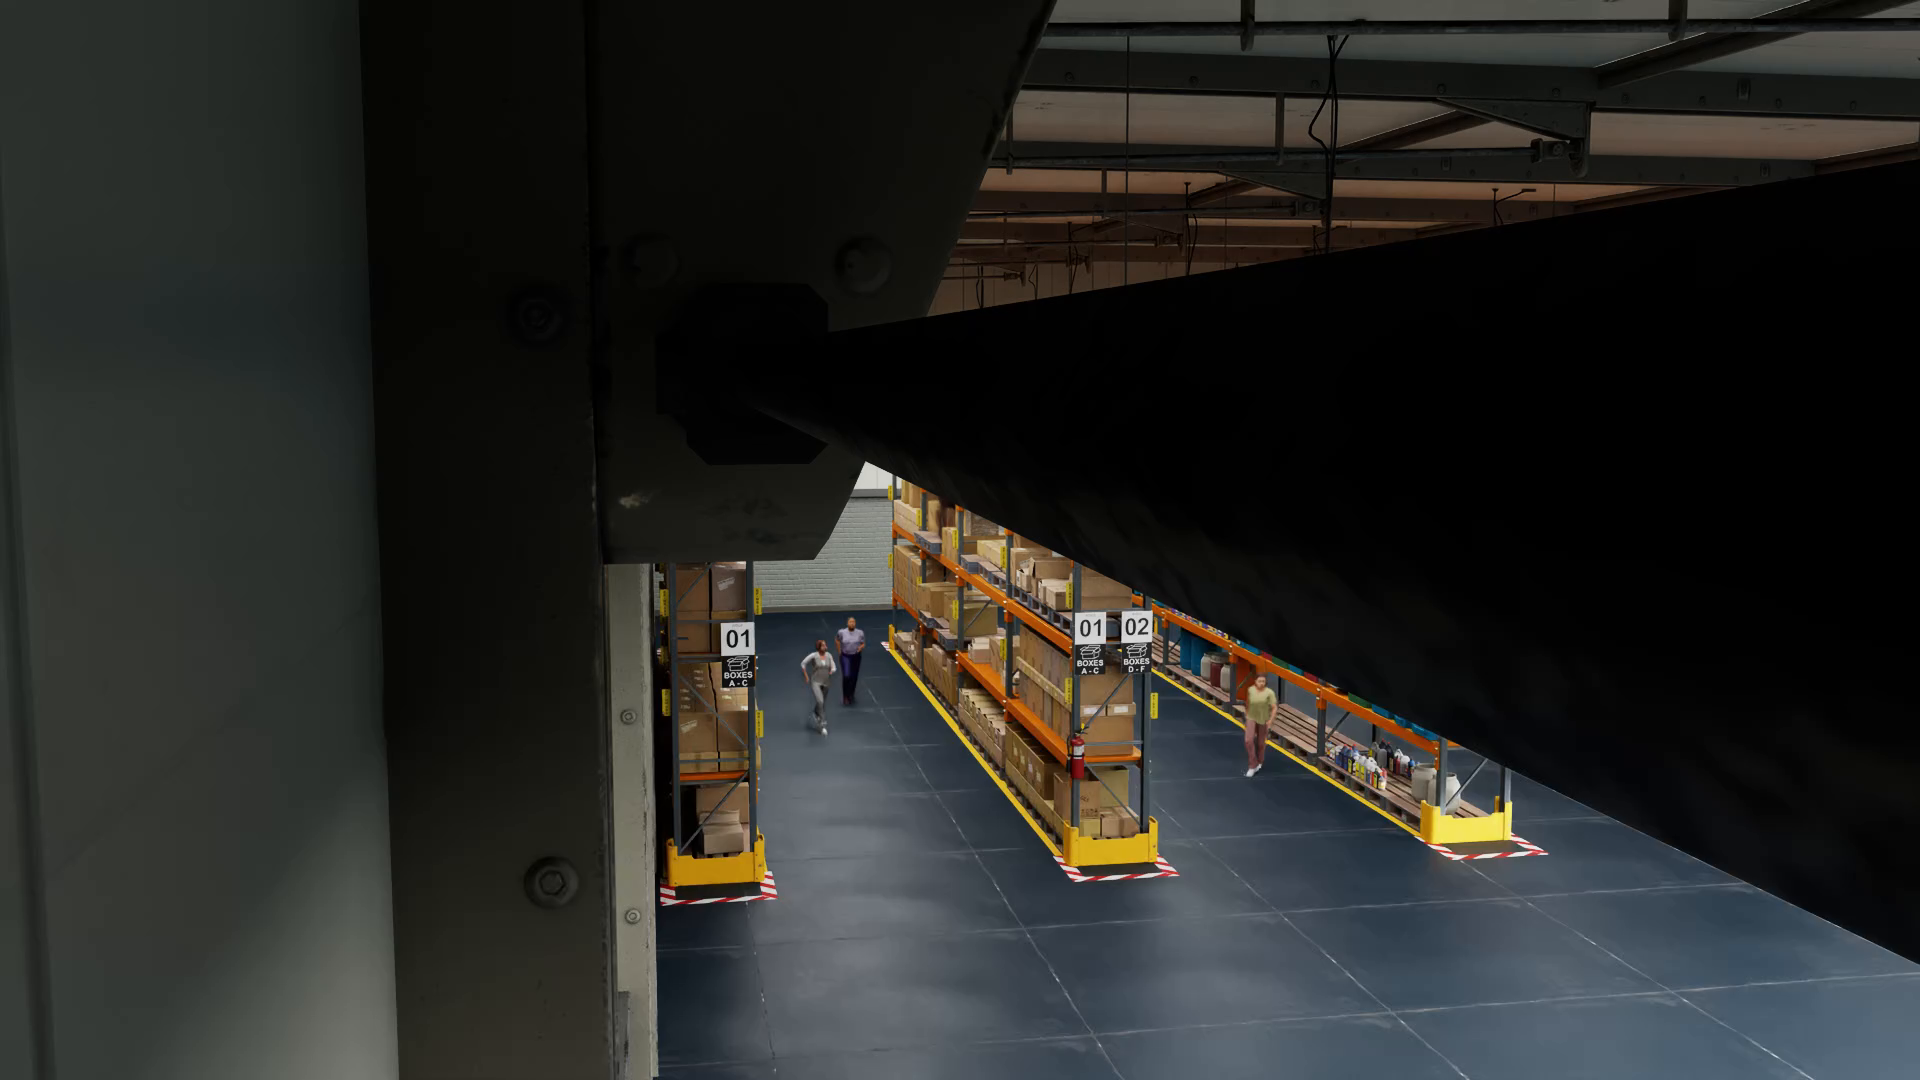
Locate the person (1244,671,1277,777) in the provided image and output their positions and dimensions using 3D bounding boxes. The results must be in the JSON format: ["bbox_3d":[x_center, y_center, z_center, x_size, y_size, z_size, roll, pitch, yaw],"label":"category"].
[{"bbox_3d":[4.597,2.763,25.431,0.522,1.598,0.808,2,6,15],"label":"person"}]

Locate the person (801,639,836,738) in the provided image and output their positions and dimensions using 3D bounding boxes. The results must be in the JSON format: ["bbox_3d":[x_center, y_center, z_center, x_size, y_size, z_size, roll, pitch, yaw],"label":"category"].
[{"bbox_3d":[-2.404,2.476,28.305,0.571,1.620,0.869,-3,7,-27],"label":"person"}]

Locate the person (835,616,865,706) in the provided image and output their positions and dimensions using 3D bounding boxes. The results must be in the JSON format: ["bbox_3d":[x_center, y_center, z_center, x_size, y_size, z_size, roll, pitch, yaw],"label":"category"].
[{"bbox_3d":[-2.014,2.335,30.705,0.524,1.439,0.797,-2,6,-15],"label":"person"}]
